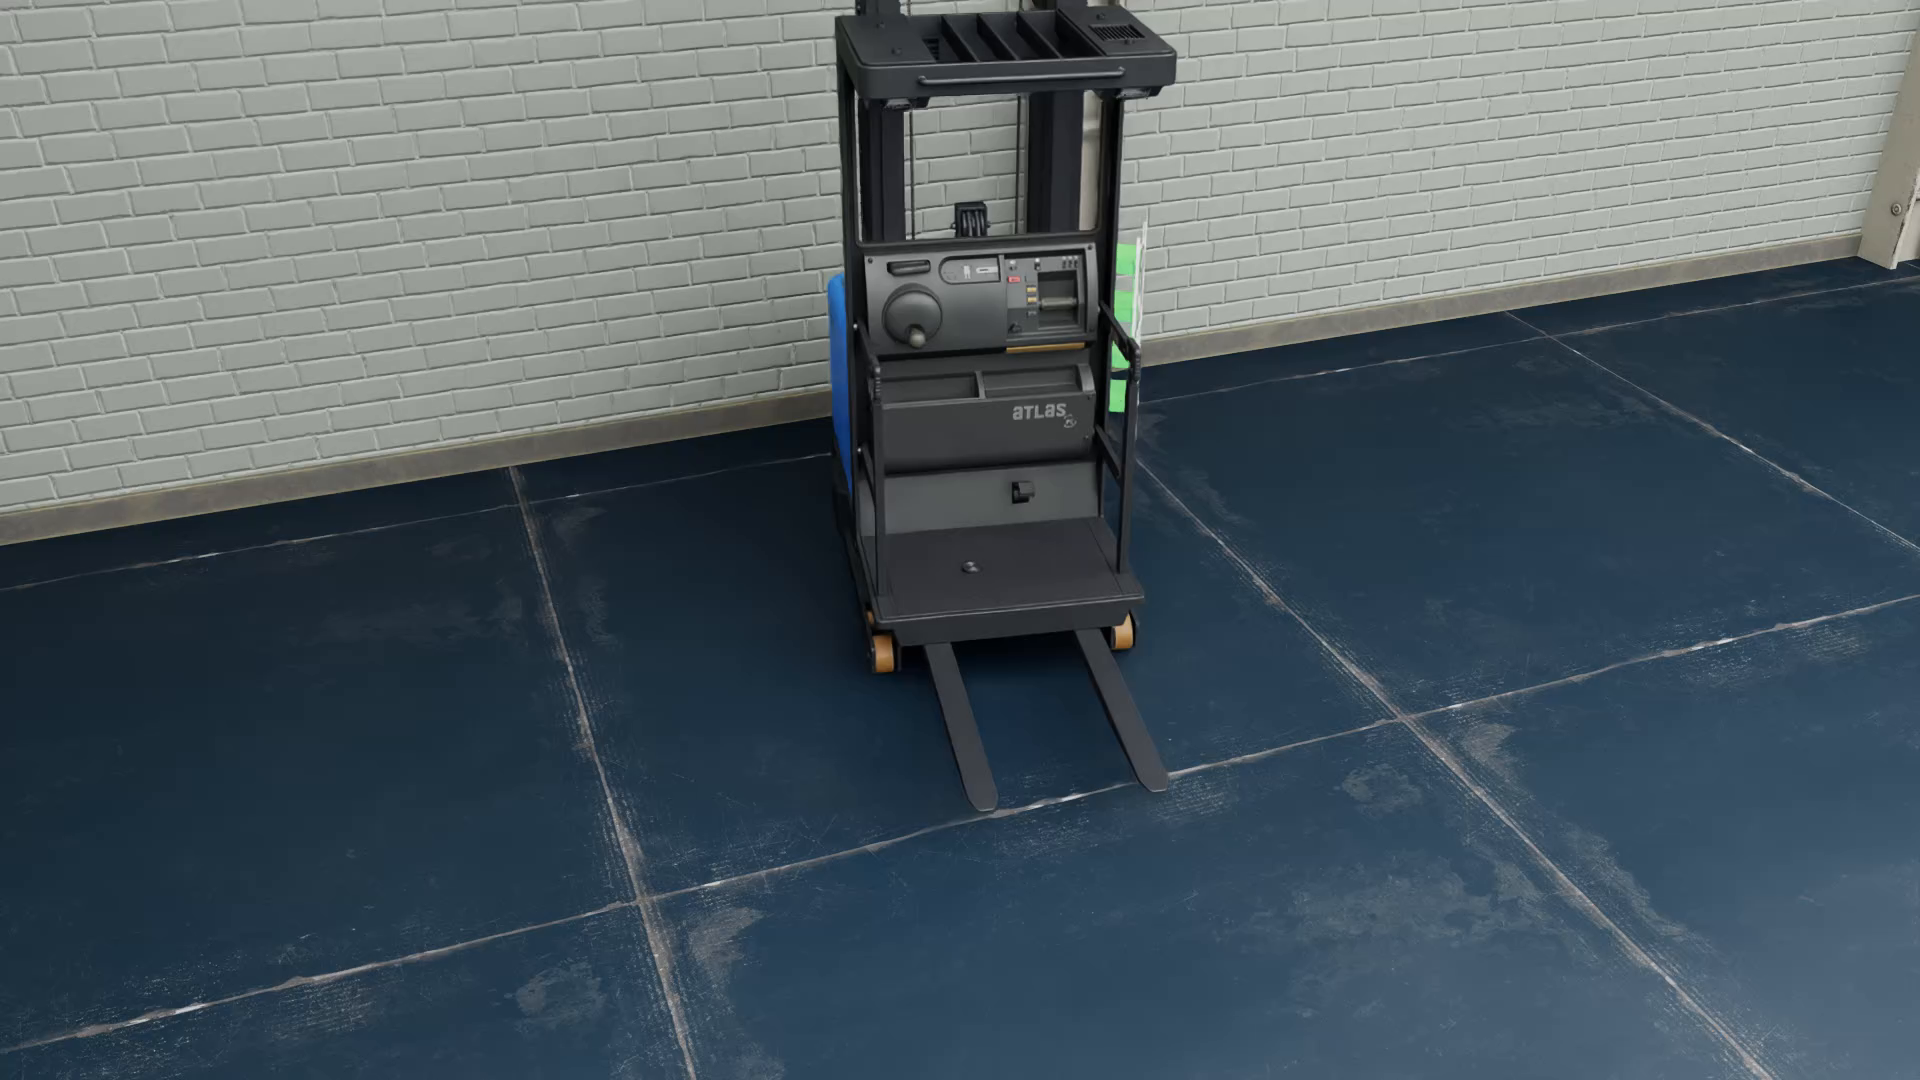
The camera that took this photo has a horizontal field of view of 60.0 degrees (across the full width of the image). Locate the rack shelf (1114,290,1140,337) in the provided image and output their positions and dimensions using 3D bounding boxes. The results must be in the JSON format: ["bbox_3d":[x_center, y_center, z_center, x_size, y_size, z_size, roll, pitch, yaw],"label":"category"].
[{"bbox_3d":[0.629,-1.134,8.173,0.480,0.148,0.258,7,30,12],"label":"rack shelf"}]

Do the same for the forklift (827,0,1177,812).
[{"bbox_3d":[0.127,-0.920,6.405,1.130,2.935,3.031,-5,30,-9],"label":"forklift"}]

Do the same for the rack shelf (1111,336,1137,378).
[{"bbox_3d":[0.629,-0.926,8.292,0.480,0.148,0.258,7,30,12],"label":"rack shelf"}]

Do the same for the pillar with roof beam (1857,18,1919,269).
[{"bbox_3d":[7.701,-3.785,5.302,0.400,9.000,9.100,-10,31,-18],"label":"pillar with roof beam"}]

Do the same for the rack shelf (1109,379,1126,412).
[{"bbox_3d":[0.629,-0.717,8.411,0.480,0.148,0.258,7,30,12],"label":"rack shelf"}]

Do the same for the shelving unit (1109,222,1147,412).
[{"bbox_3d":[0.629,-0.981,8.260,0.503,1.200,0.258,7,30,12],"label":"shelving unit"}]

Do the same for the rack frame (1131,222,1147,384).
[{"bbox_3d":[0.866,-0.953,8.210,0.015,1.200,0.240,7,30,12],"label":"rack frame"}]

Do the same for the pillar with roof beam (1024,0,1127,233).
[{"bbox_3d":[2.077,-2.749,3.484,0.400,9.000,9.100,-10,31,-18],"label":"pillar with roof beam"}]

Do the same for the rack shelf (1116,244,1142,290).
[{"bbox_3d":[0.629,-1.343,8.054,0.480,0.148,0.258,7,30,12],"label":"rack shelf"}]
